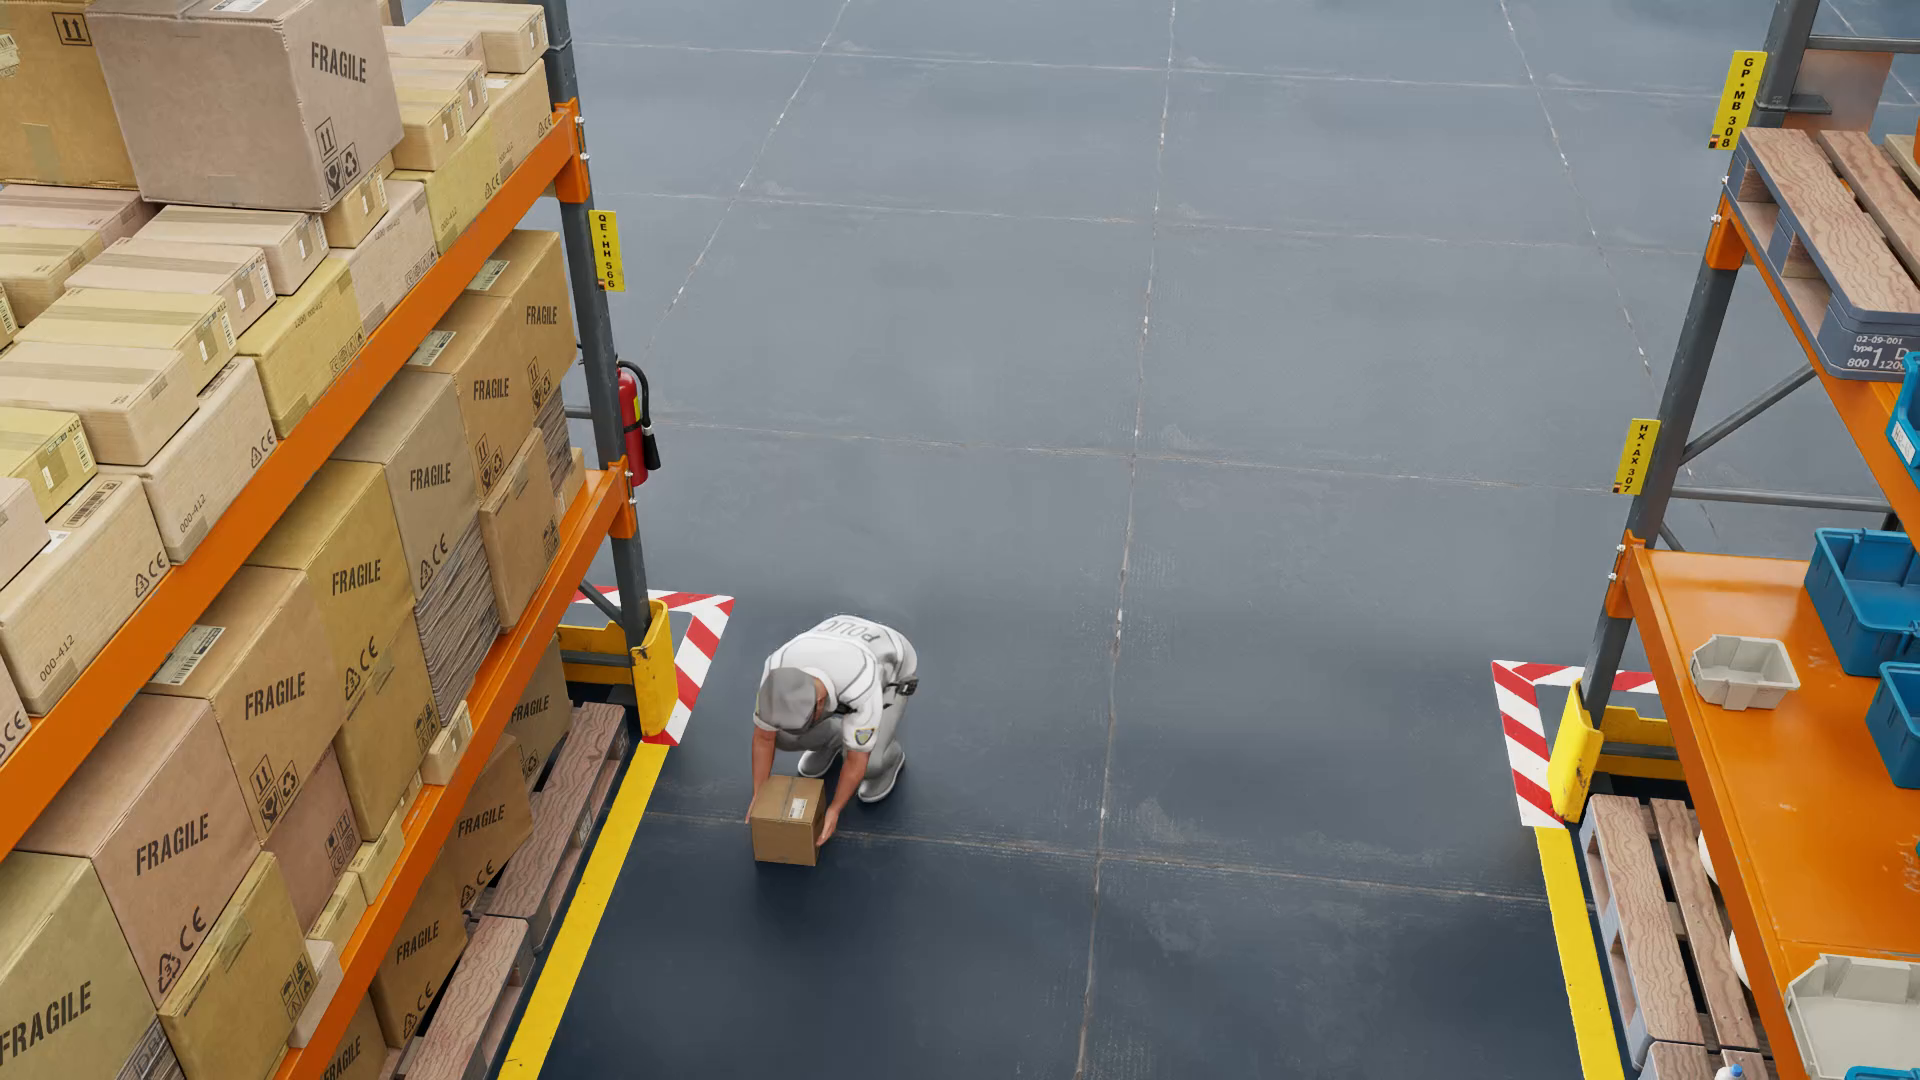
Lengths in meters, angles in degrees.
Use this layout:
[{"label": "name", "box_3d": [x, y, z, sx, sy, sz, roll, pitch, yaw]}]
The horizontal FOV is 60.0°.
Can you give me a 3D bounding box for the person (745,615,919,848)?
[{"label": "person", "box_3d": [-0.519, 0.696, 6.781, 0.559, 0.931, 0.954, 17, 39, 23]}]
